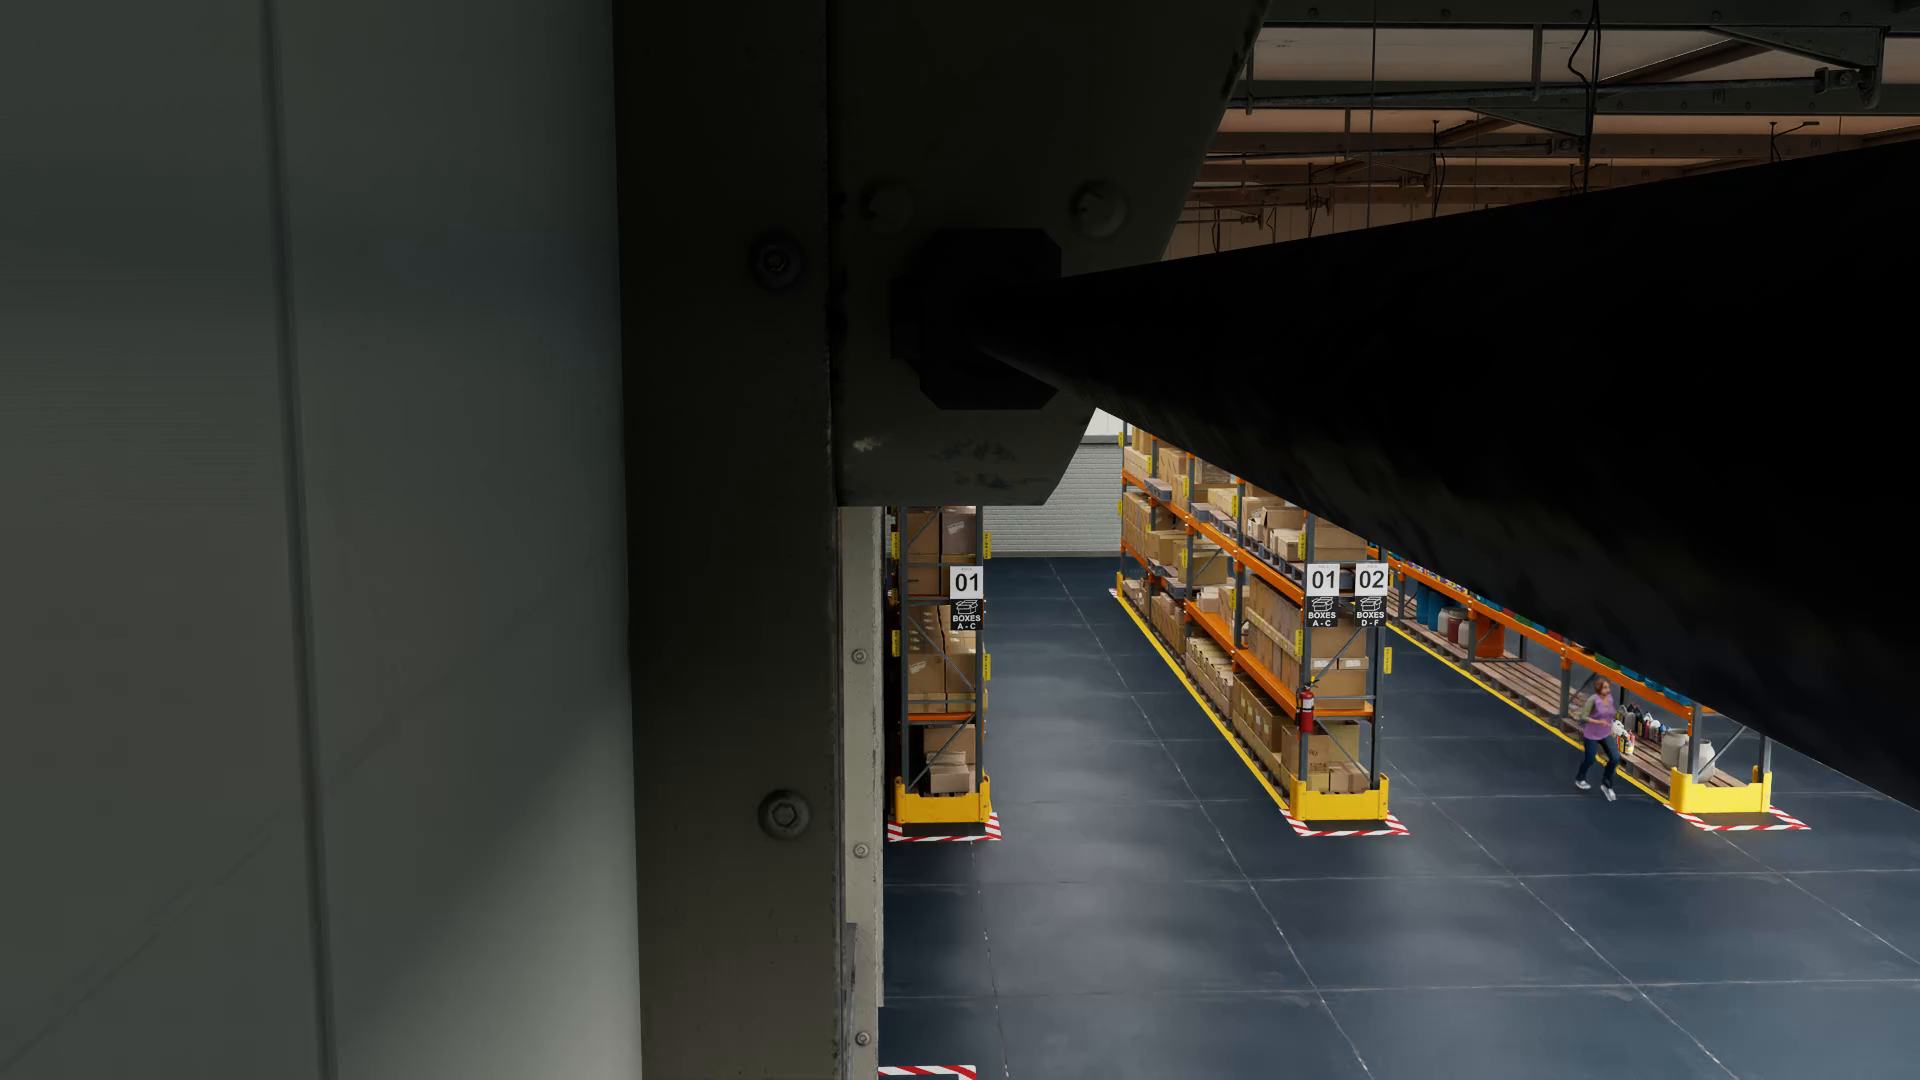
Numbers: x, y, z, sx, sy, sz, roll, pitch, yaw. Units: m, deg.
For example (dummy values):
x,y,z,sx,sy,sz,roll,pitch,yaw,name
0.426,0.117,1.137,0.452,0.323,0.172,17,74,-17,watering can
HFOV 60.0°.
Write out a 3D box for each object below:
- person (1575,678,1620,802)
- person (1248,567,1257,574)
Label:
x,y,z,sx,sy,sz,roll,pitch,yaw,name
8.219,2.551,21.447,0.565,1.611,0.744,-2,8,-12,person
6.163,0.640,34.527,0.581,1.738,0.849,-2,8,-13,person
